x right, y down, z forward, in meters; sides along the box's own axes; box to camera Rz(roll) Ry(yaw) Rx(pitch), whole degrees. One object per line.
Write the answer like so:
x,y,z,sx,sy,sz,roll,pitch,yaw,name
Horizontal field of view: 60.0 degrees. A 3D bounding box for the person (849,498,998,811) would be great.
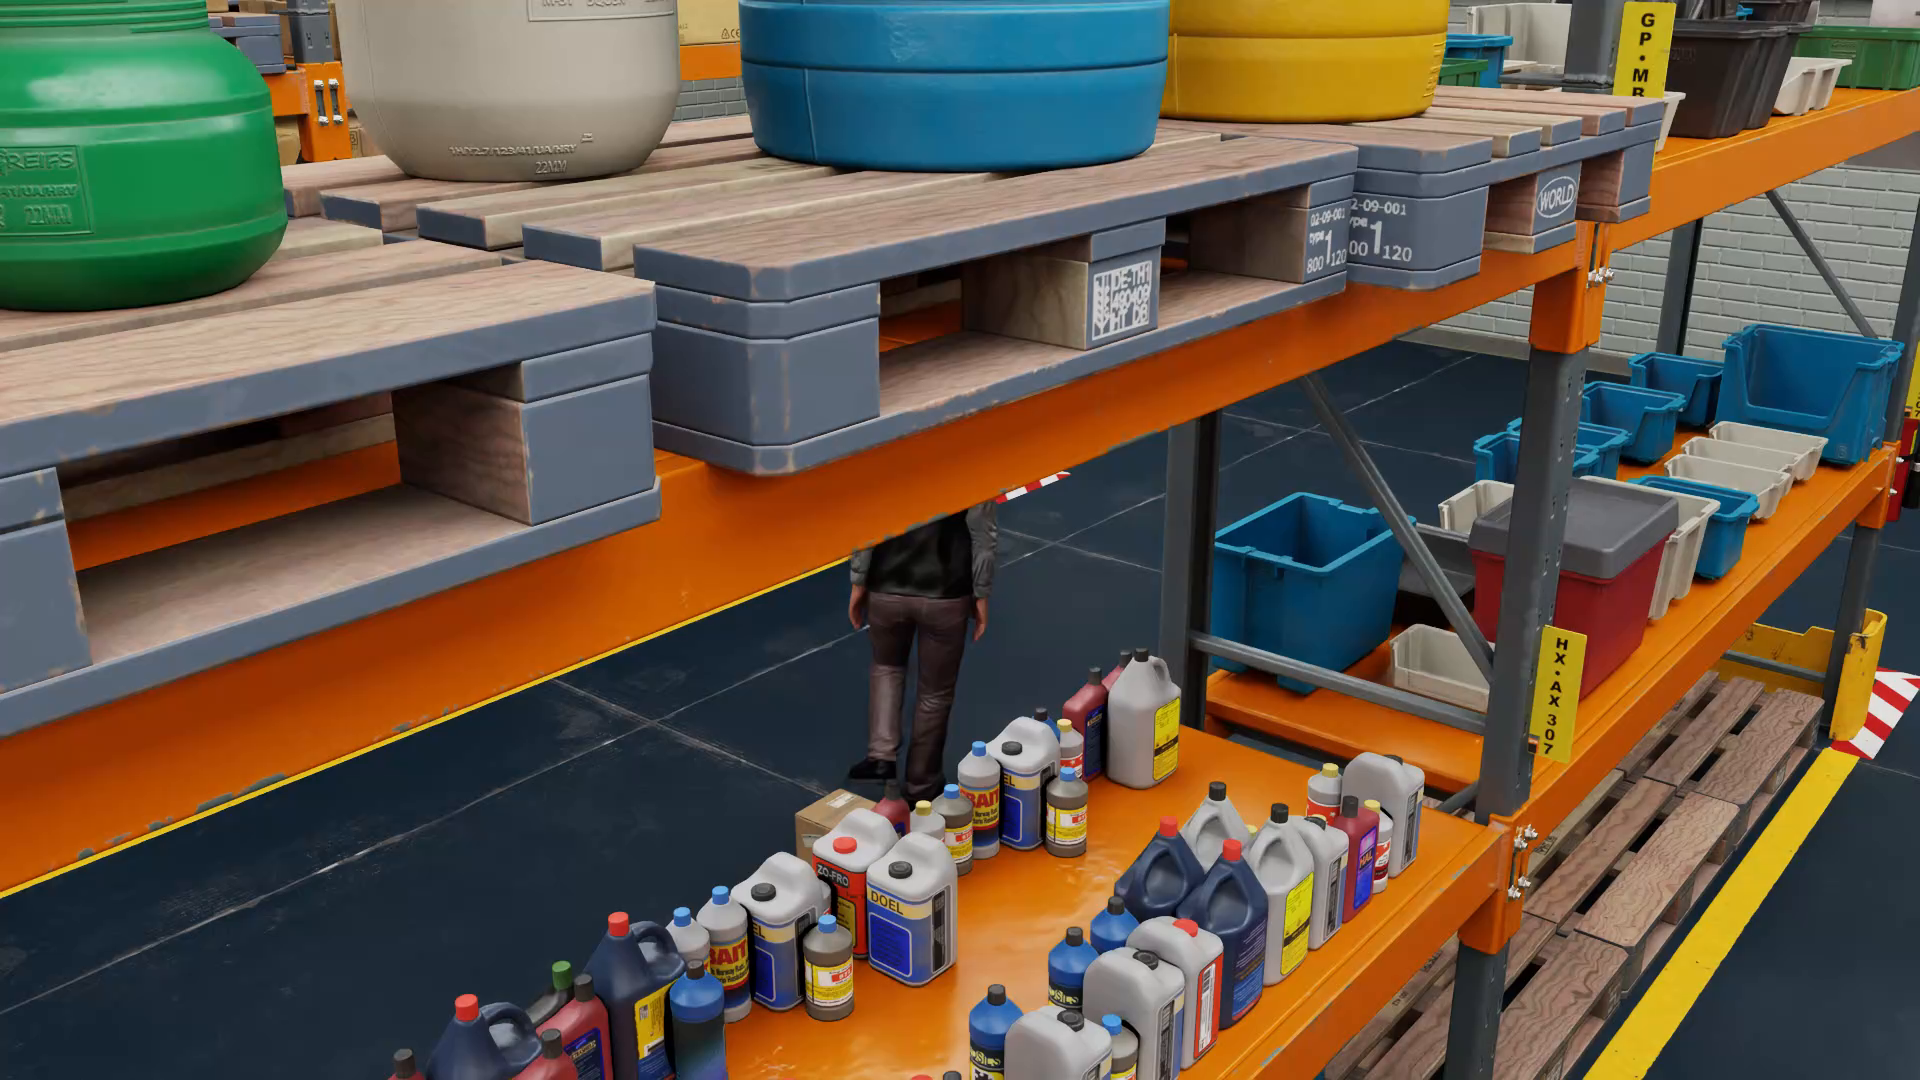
-0.149,0.231,6.449,0.578,1.713,0.477,4,20,10,person
